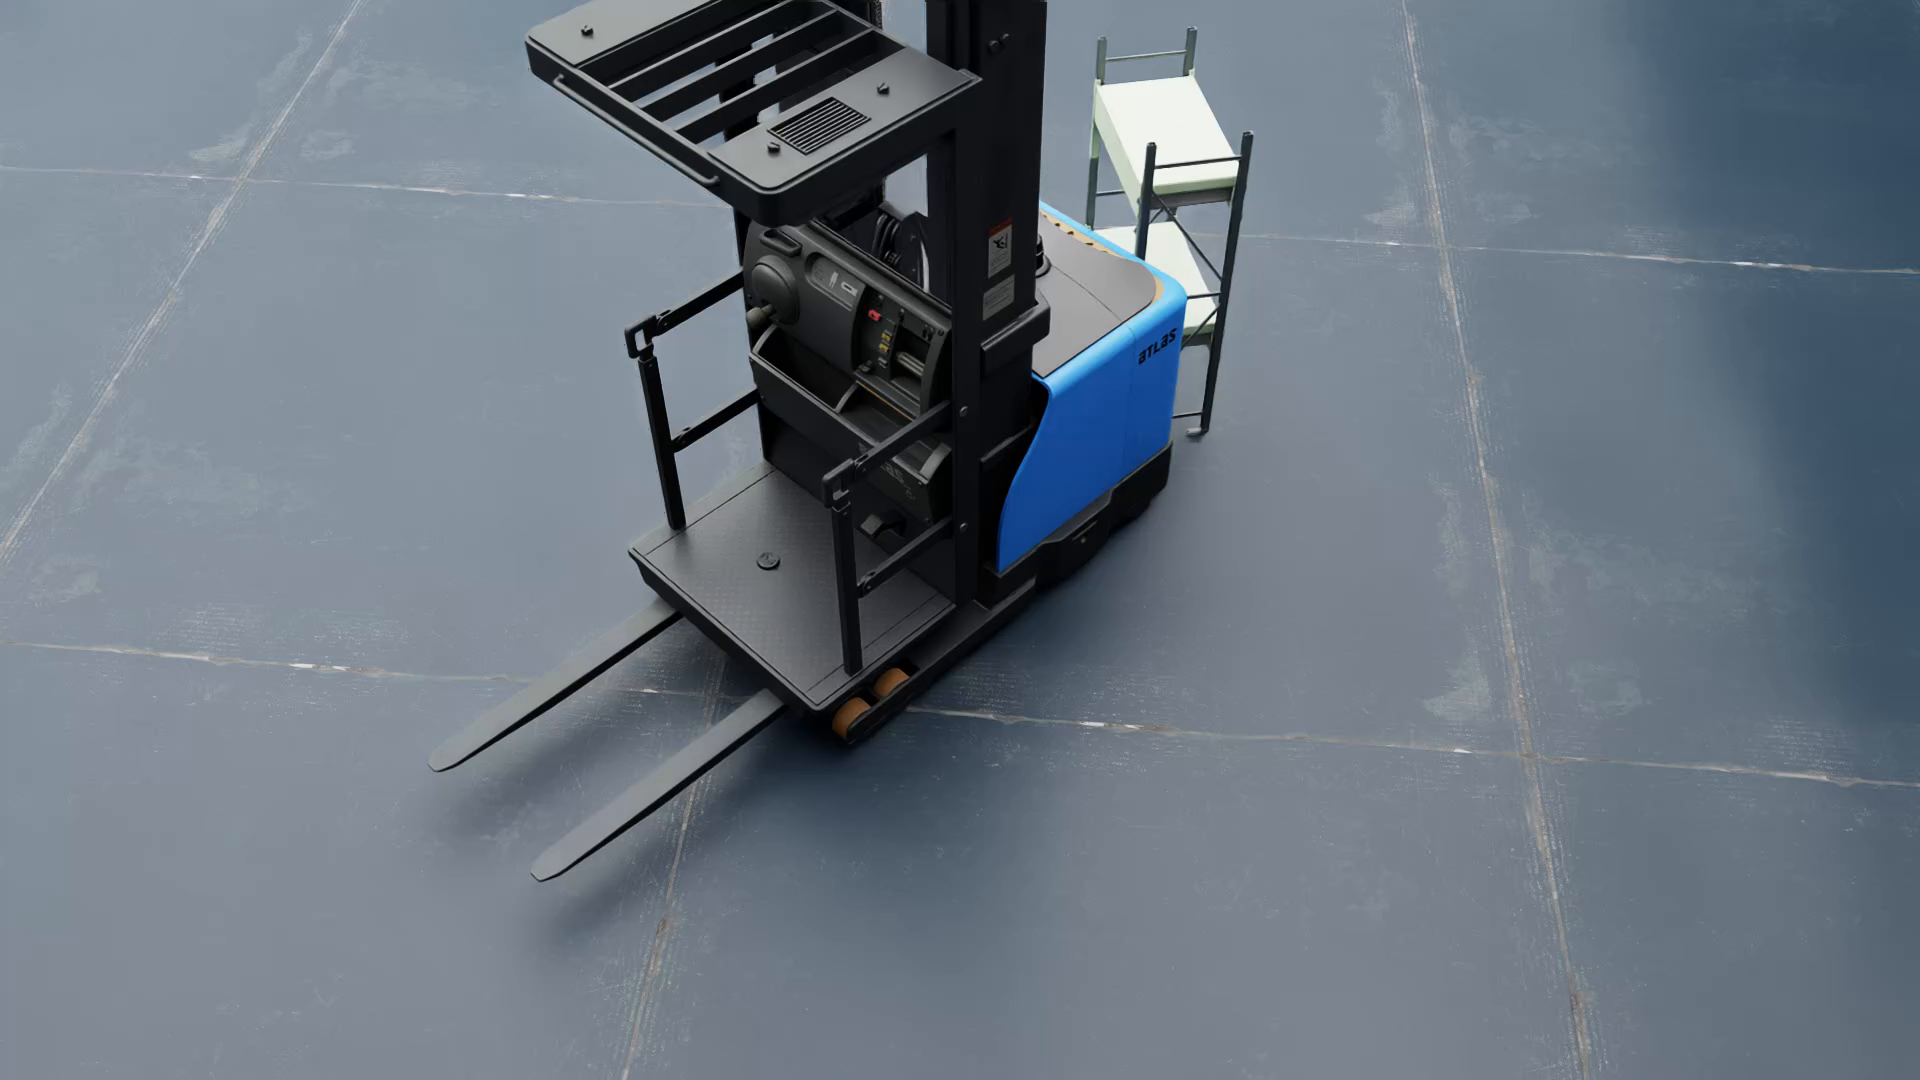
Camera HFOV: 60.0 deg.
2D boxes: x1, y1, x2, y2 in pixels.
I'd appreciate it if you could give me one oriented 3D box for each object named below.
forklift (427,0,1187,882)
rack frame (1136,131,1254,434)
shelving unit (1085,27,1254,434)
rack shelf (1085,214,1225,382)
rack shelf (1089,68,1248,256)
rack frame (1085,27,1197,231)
[{"bbox_3d":[-0.537,-0.685,5.391,3.031,2.935,1.130,-36,57,-28],"label":"forklift"},{"bbox_3d":[0.876,-0.957,6.609,0.400,1.500,0.023,-8,48,-7],"label":"rack frame"},{"bbox_3d":[0.807,-1.222,6.852,0.431,1.500,0.755,-8,48,-7],"label":"shelving unit"},{"bbox_3d":[0.807,-1.002,7.092,0.431,0.370,0.720,-8,48,-7],"label":"rack shelf"},{"bbox_3d":[0.807,-1.486,6.564,0.431,0.370,0.720,-8,48,-7],"label":"rack shelf"},{"bbox_3d":[0.738,-1.488,7.094,0.400,1.500,0.023,-8,48,-7],"label":"rack frame"}]
